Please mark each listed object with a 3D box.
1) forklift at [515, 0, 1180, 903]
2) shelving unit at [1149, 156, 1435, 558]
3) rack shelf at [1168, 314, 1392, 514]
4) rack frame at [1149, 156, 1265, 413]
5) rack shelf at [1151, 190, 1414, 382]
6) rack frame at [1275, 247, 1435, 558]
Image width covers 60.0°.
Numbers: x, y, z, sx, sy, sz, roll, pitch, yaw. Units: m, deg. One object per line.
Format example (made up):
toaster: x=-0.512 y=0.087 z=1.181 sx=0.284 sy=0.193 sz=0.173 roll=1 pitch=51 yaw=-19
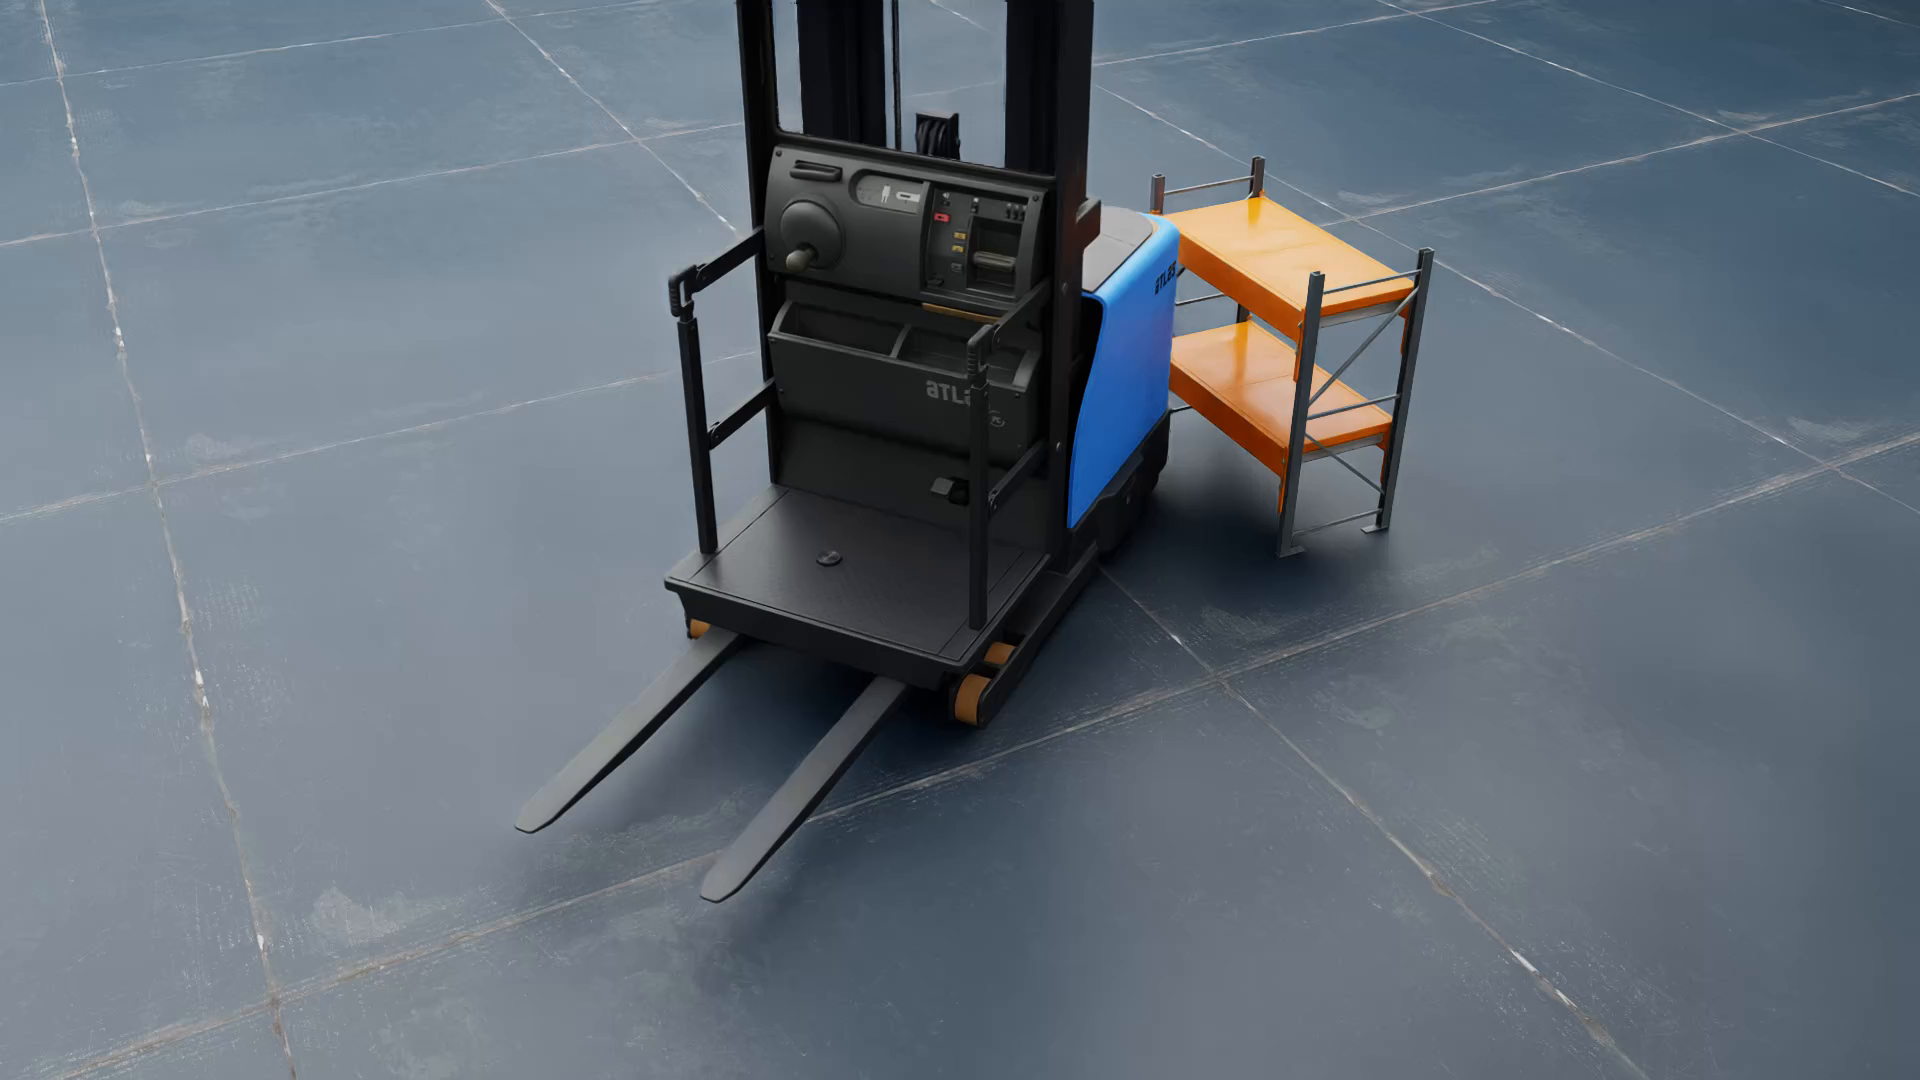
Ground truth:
forklift: x=-0.274 y=-0.910 z=4.953 sx=1.130 sy=2.935 sz=3.031 roll=15 pitch=35 yaw=22
shelving unit: x=1.181 y=-0.720 z=6.331 sx=0.538 sy=1.125 sz=1.048 roll=-15 pitch=35 yaw=-21
rack shelf: x=1.181 y=-0.514 z=6.462 sx=0.538 sy=0.278 sz=1.000 roll=-15 pitch=35 yaw=-21
rack frame: x=0.961 y=-0.967 z=6.716 sx=0.500 sy=1.125 sz=0.032 roll=-15 pitch=35 yaw=-21
rack shelf: x=1.181 y=-0.966 z=6.173 sx=0.538 sy=0.278 sz=1.000 roll=-15 pitch=35 yaw=-21
rack frame: x=1.402 y=-0.472 z=5.945 sx=0.500 sy=1.125 sz=0.032 roll=-15 pitch=35 yaw=-21
